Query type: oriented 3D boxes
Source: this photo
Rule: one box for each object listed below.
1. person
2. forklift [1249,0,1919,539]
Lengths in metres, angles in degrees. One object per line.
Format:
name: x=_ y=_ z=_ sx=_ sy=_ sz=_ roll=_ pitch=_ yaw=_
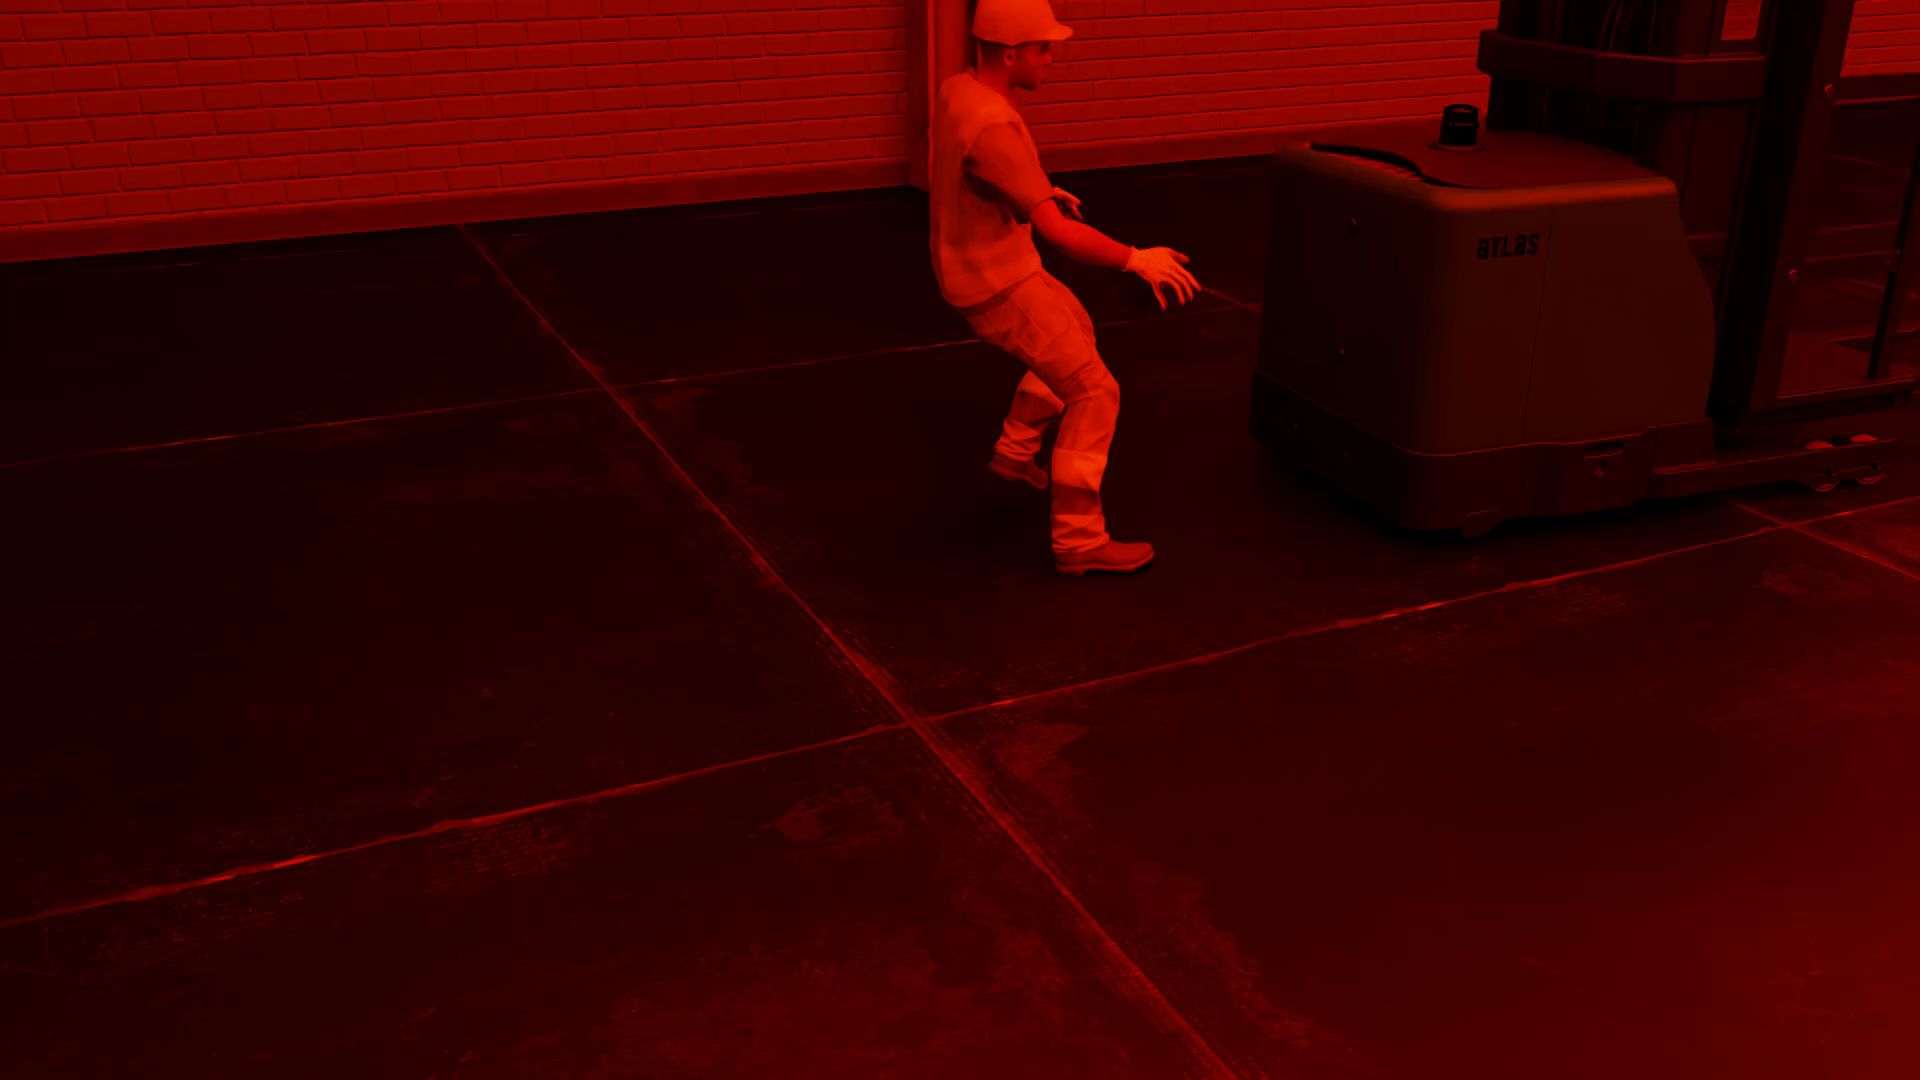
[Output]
person: x=0.265 y=-0.795 z=4.910 sx=0.690 sy=1.627 sz=0.863 roll=-3 pitch=23 yaw=-8
forklift: x=2.582 y=-1.693 z=5.362 sx=3.031 sy=2.935 sz=1.130 roll=-8 pitch=24 yaw=-19
